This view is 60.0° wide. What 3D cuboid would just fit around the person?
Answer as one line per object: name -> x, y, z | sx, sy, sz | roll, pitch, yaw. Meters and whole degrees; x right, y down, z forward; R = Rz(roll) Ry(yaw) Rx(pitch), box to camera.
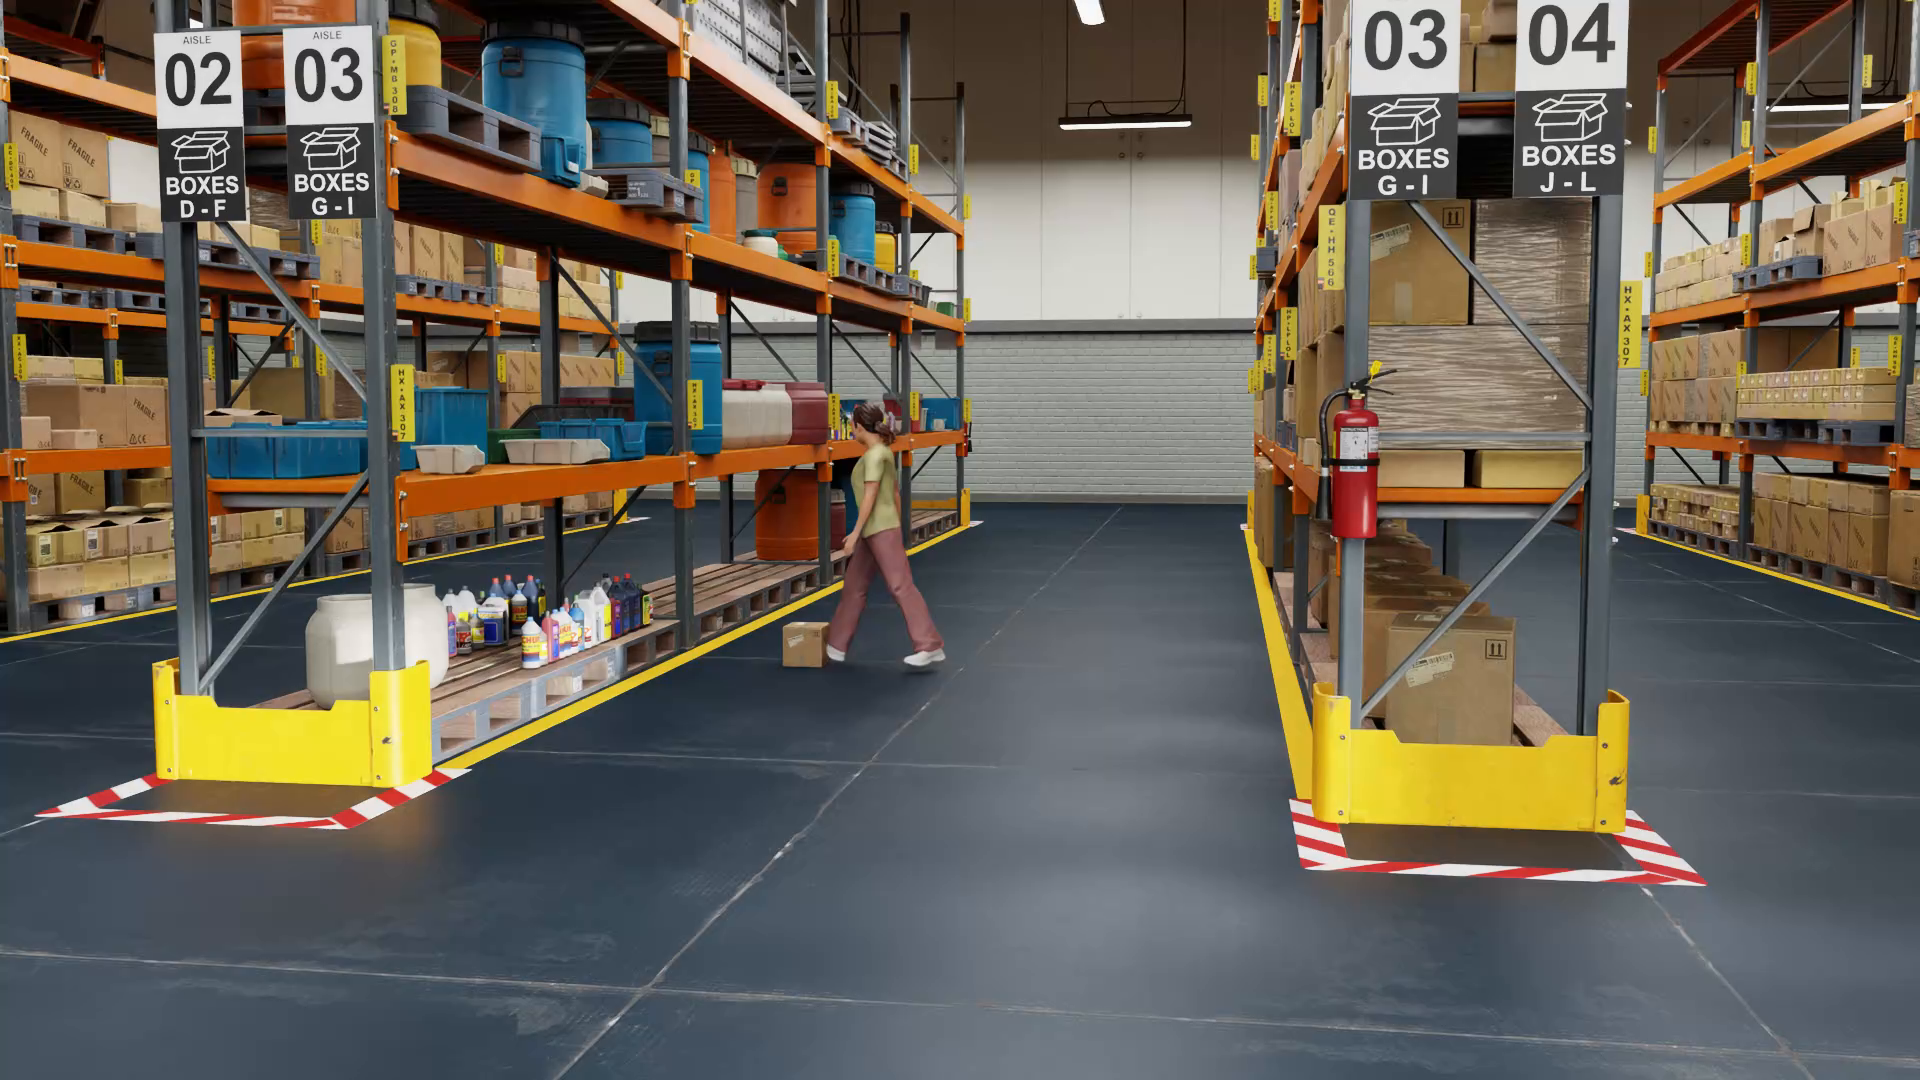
person -> -0.547, -0.035, 10.340 | 0.902, 1.640, 0.581 | 0, 5, -3
